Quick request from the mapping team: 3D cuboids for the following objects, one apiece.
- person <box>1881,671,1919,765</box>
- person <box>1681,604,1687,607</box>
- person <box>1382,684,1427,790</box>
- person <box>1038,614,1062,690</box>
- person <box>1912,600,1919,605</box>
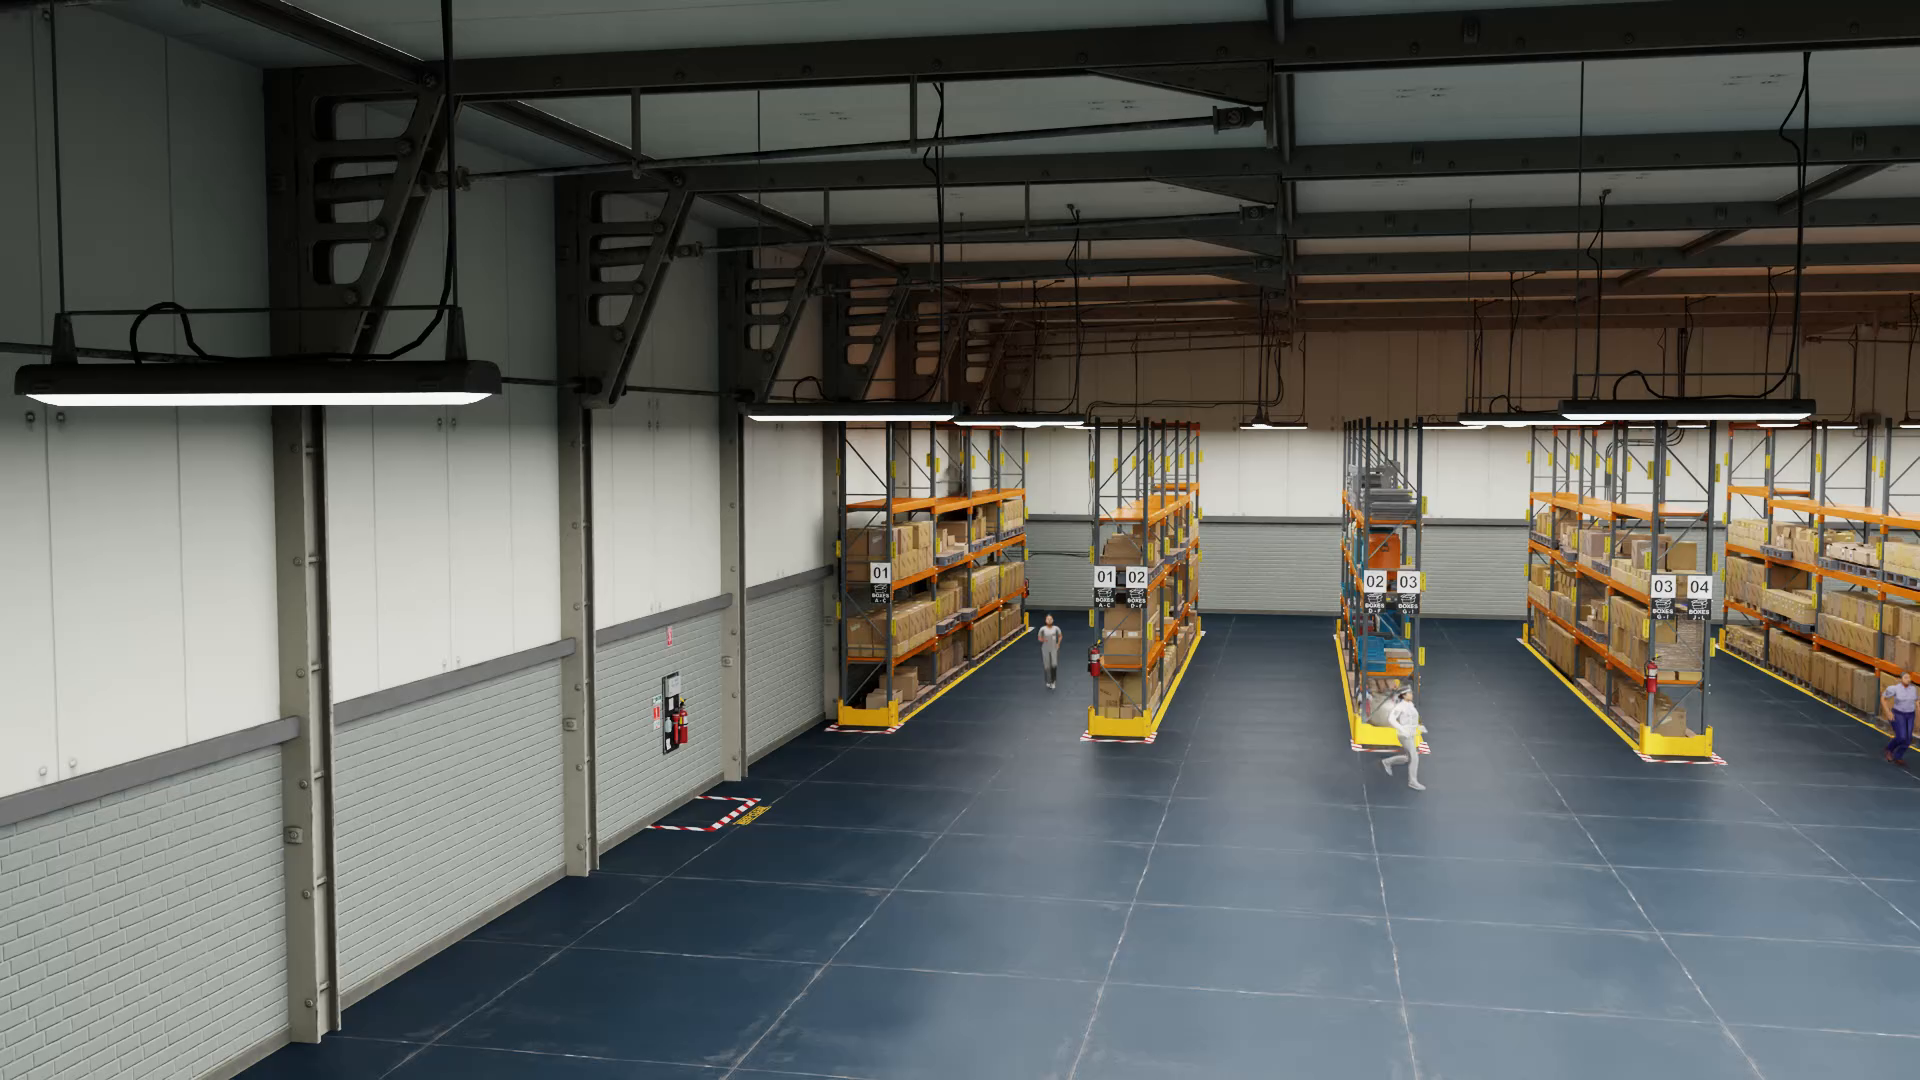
[{"bbox_3d":[16.225,3.065,28.559,0.615,1.614,0.536,0,4,-6],"label":"person"},{"bbox_3d":[18.651,2.158,42.680,0.605,1.616,0.629,1,4,22],"label":"person"},{"bbox_3d":[7.164,3.164,26.829,0.740,1.678,0.618,3,5,38],"label":"person"},{"bbox_3d":[2.003,2.493,36.957,0.546,1.677,0.641,0,4,1],"label":"person"},{"bbox_3d":[25.654,1.976,44.463,0.834,1.740,0.777,2,4,27],"label":"person"}]
